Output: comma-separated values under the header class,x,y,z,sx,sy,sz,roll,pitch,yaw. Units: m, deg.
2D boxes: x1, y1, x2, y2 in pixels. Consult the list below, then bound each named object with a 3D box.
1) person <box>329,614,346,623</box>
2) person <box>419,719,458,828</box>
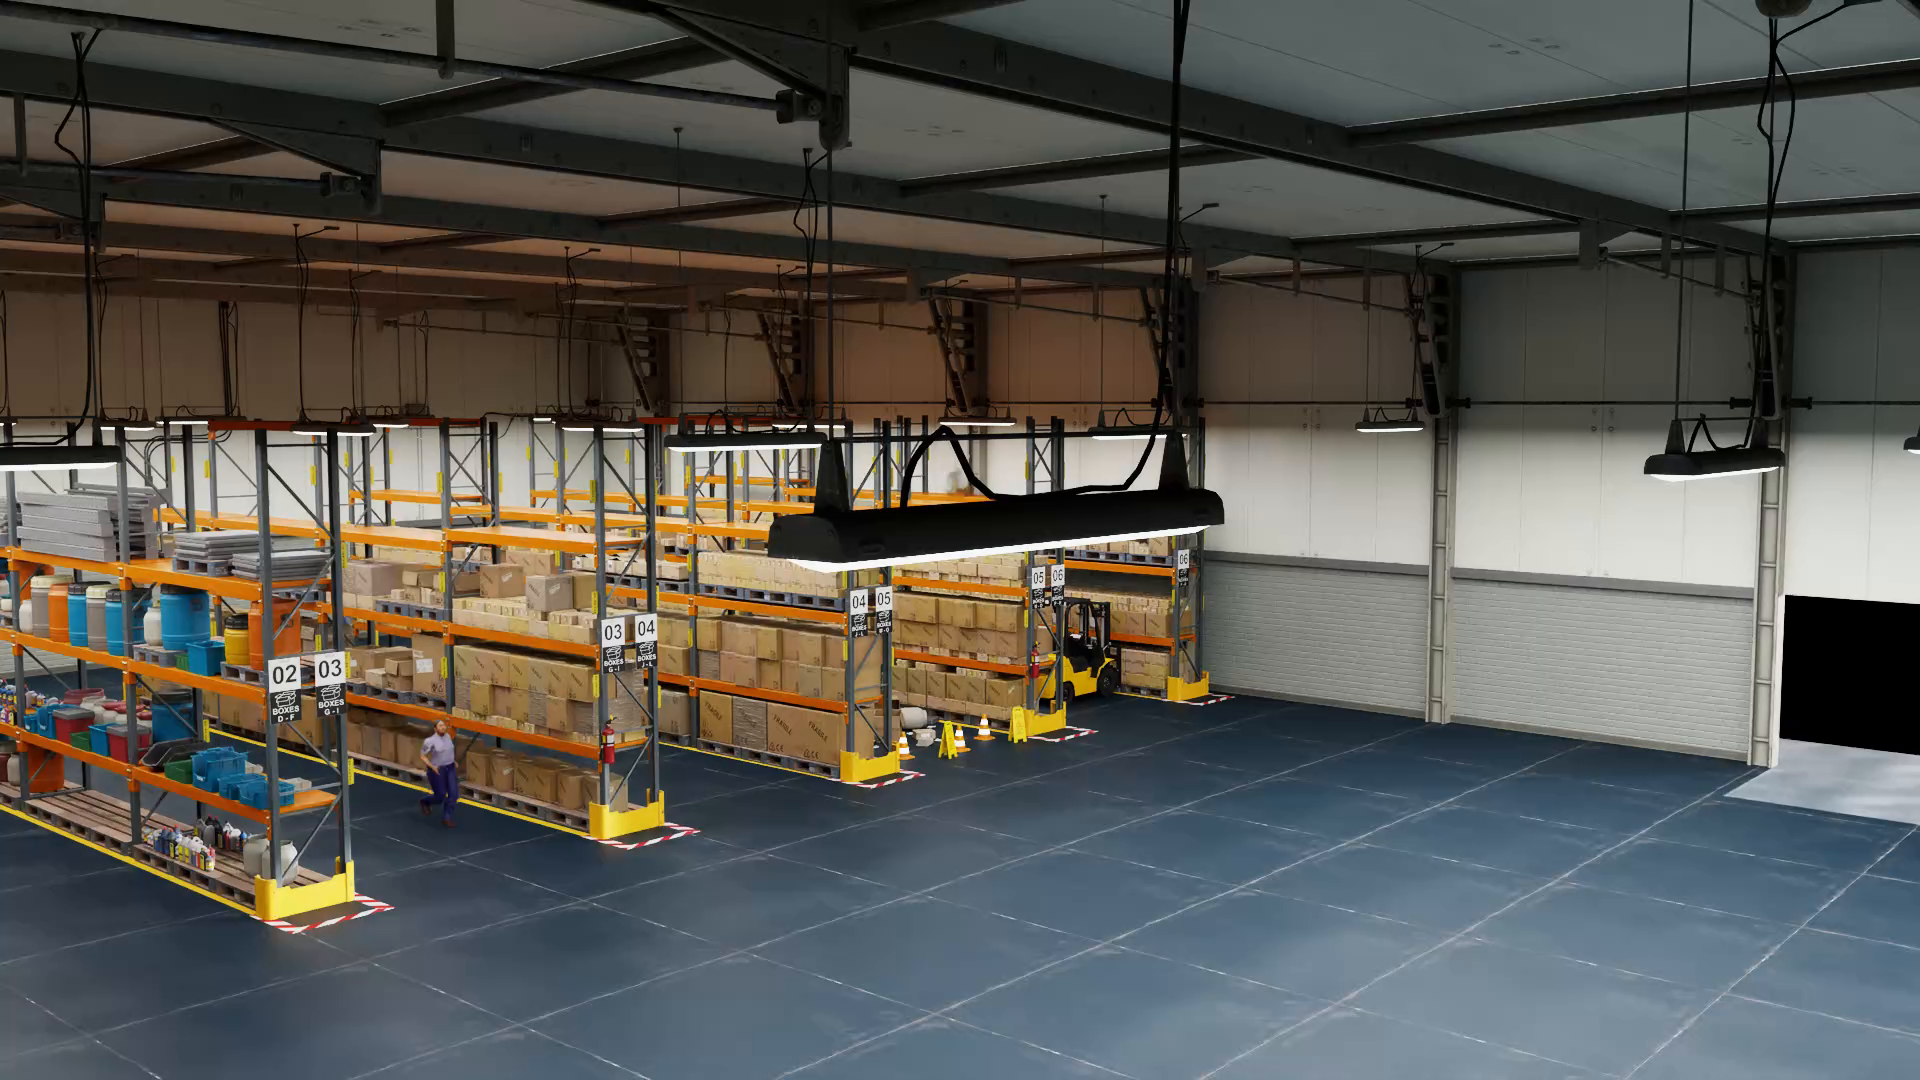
class,x,y,z,sx,sy,sz,roll,pitch,yaw
person,-14.675,2.289,39.072,0.630,1.590,0.666,3,5,29
person,-7.788,3.482,24.894,0.663,1.593,0.609,3,6,36
